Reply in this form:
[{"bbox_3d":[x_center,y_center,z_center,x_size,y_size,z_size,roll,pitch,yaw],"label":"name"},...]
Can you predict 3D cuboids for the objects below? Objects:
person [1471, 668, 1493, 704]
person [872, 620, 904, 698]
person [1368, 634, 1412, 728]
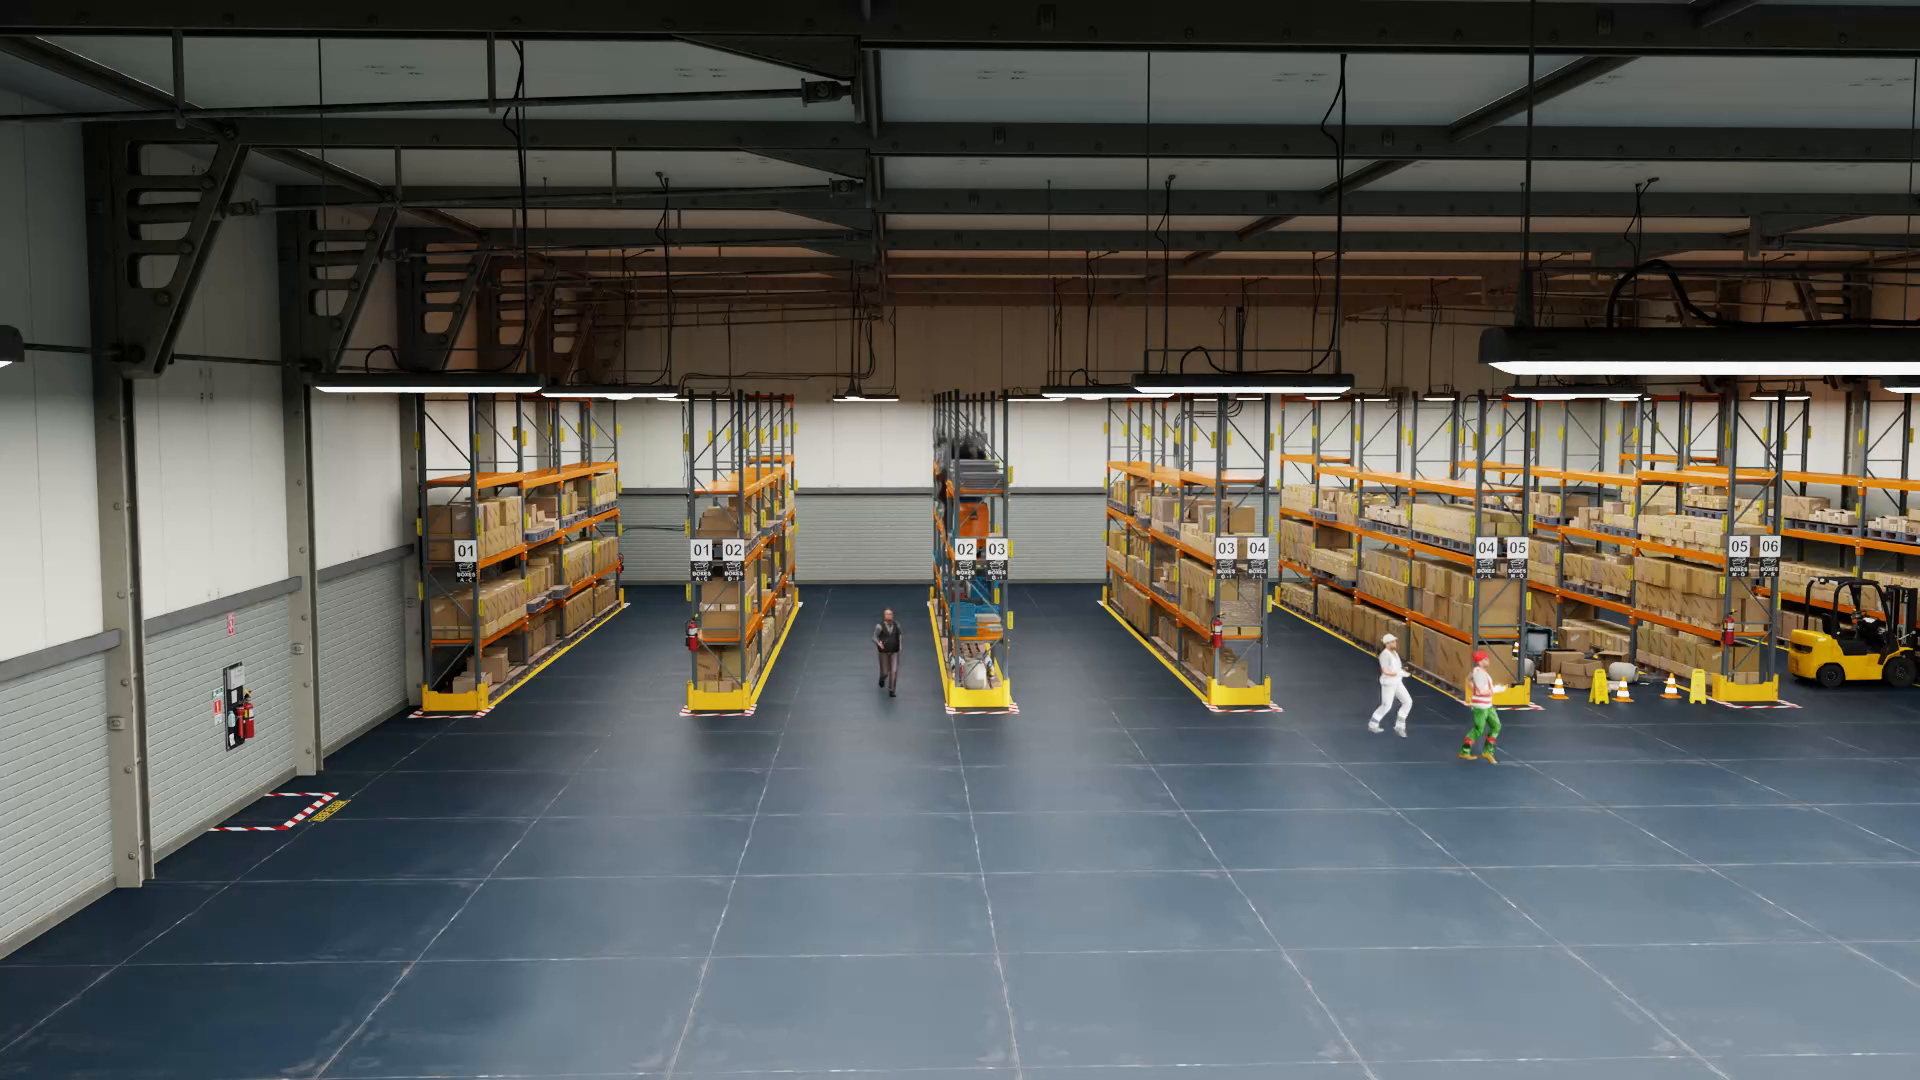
[{"bbox_3d":[8.279,2.305,26.408,0.341,0.558,0.410,2,5,26],"label":"person"},{"bbox_3d":[-1.391,2.318,32.640,0.662,1.478,0.832,-1,5,-13],"label":"person"},{"bbox_3d":[7.423,2.437,28.670,0.708,1.658,0.417,4,6,40],"label":"person"}]
